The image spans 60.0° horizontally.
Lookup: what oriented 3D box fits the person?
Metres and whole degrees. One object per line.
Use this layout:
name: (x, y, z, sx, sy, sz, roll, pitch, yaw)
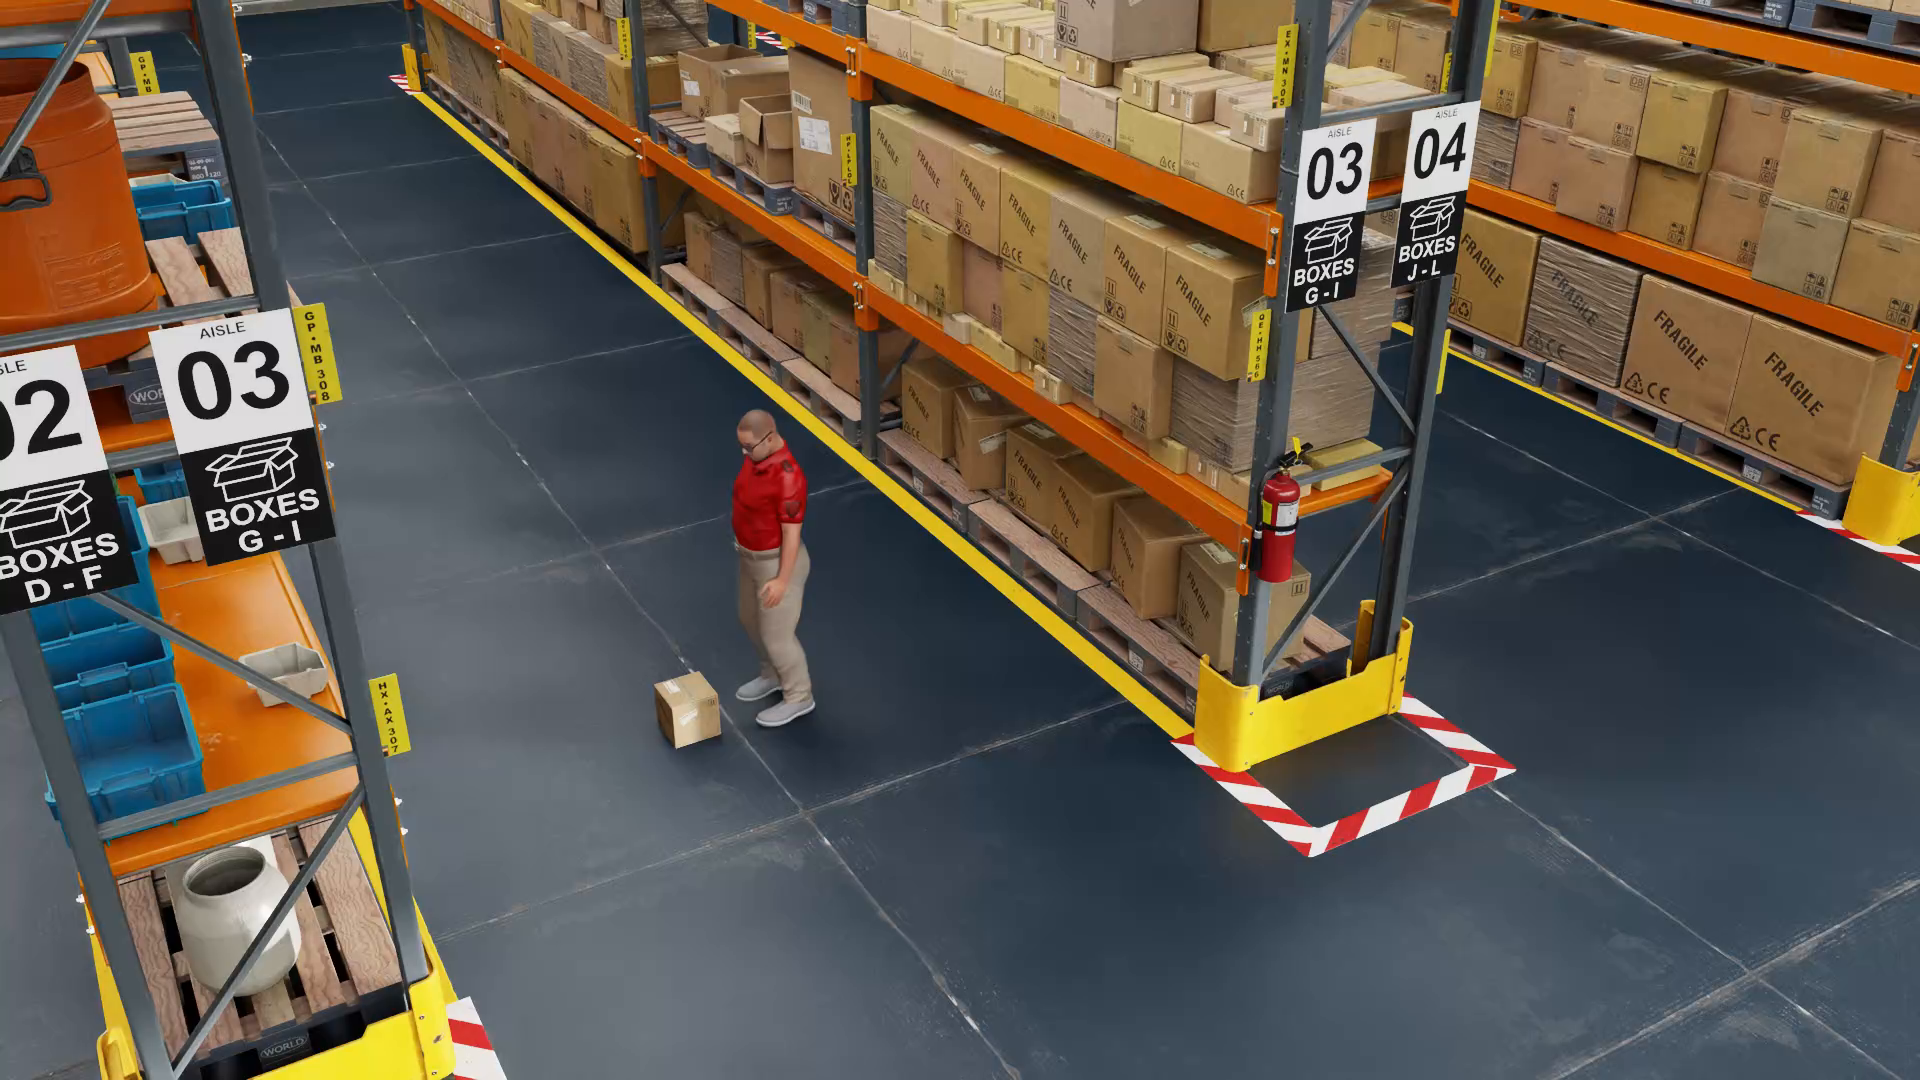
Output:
person: (-0.950, 0.127, 8.378, 0.362, 1.718, 0.535, -15, 32, -25)
